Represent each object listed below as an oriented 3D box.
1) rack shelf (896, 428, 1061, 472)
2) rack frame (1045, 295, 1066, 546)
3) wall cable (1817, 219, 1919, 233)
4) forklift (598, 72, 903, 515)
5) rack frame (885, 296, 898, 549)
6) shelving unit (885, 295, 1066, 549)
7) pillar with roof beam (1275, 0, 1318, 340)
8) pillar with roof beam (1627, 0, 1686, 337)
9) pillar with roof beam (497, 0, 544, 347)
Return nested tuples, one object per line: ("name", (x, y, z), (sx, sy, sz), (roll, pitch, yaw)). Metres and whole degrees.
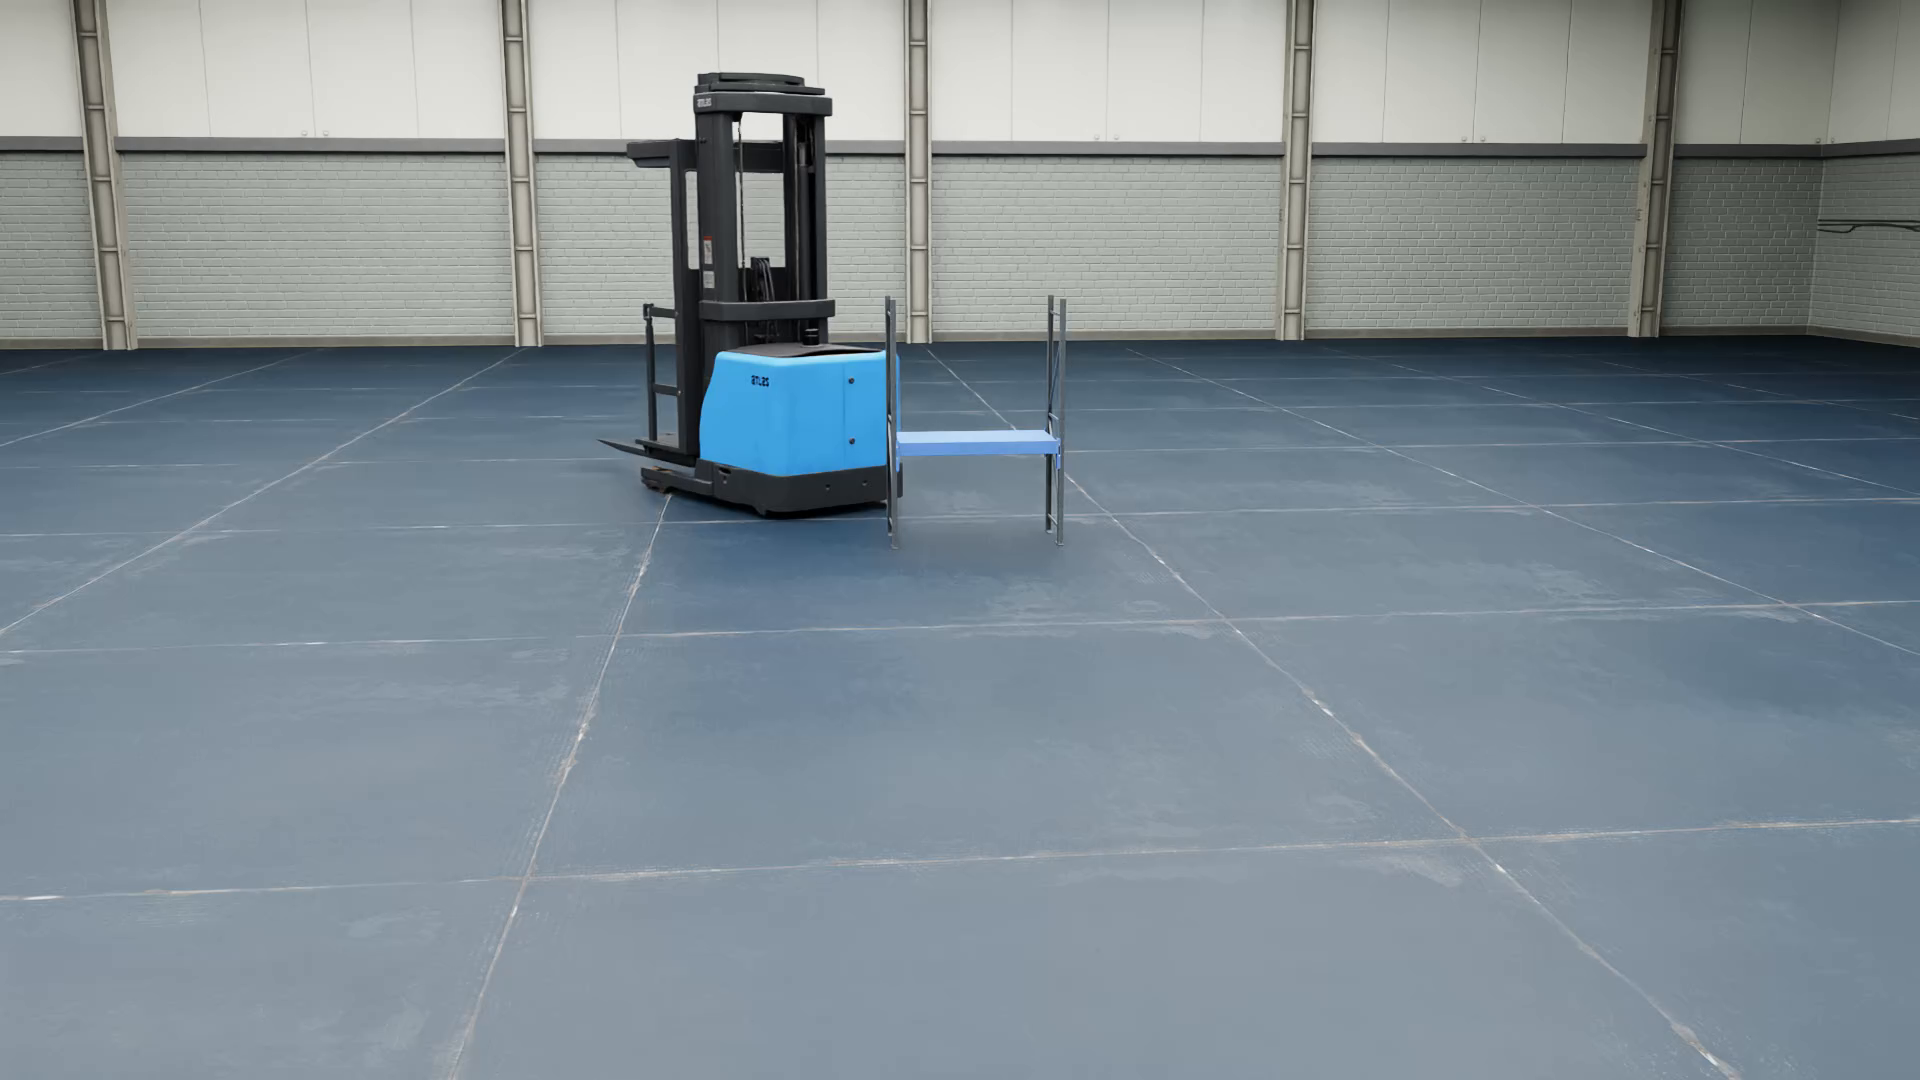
("rack shelf", (0.085, -0.561, 10.267), (1.000, 0.185, 0.538), (-1, 11, -6))
("rack frame", (0.590, -0.748, 10.286), (0.032, 1.500, 0.500), (-1, 11, -6))
("wall cable", (14.352, -6.064, 25.933), (0.112, 2.526, 3.097), (-1, 11, -6))
("forklift", (-1.699, -1.834, 12.099), (1.130, 2.935, 3.031), (-9, 14, -37))
("rack frame", (-0.421, -0.727, 10.179), (0.032, 1.500, 0.500), (-1, 11, -6))
("shelving unit", (0.085, -0.738, 10.232), (1.048, 1.500, 0.538), (-1, 11, -6))
("pillar with roof beam", (5.781, -6.829, 21.776), (0.400, 9.000, 9.100), (-1, 11, -6))
("pillar with roof beam", (11.745, -6.954, 22.412), (0.400, 9.000, 9.100), (-1, 11, -6))
("pillar with roof beam", (-6.149, -6.579, 20.505), (0.400, 9.000, 9.100), (-1, 11, -6))
